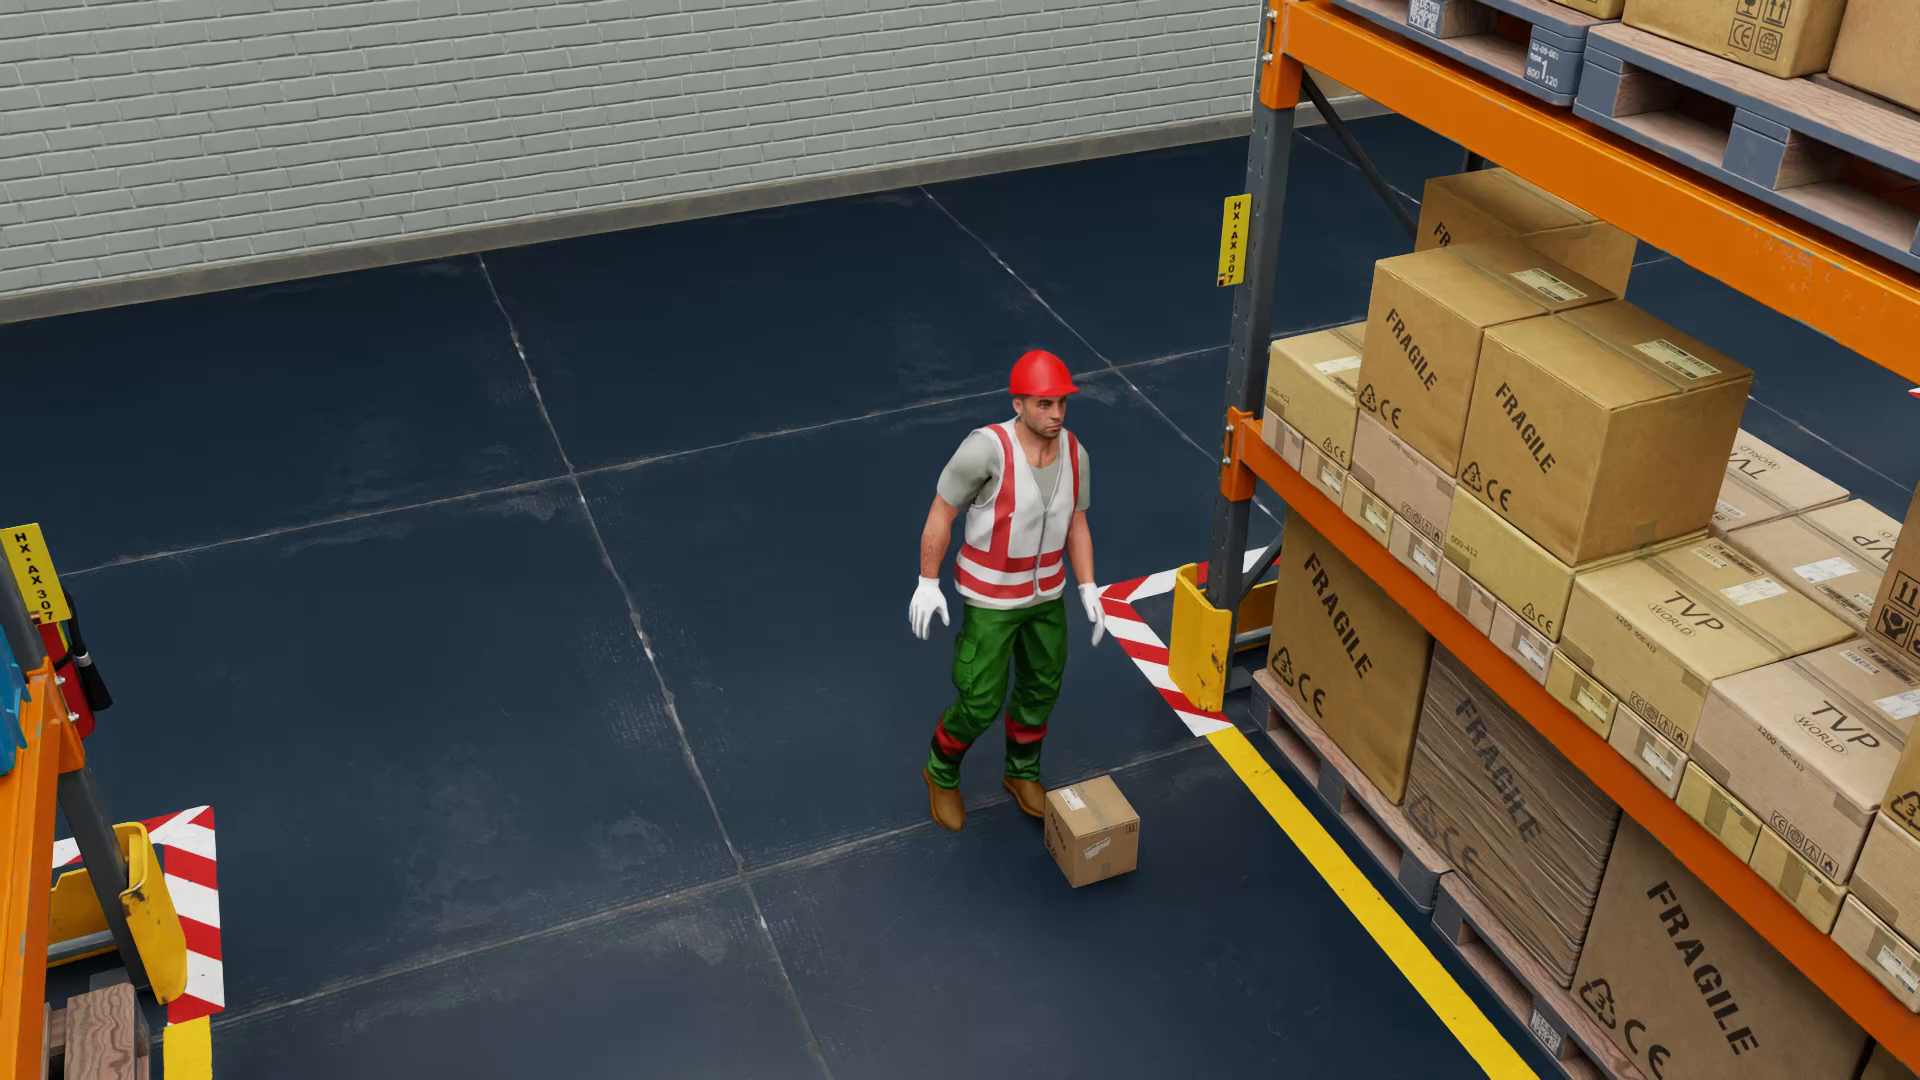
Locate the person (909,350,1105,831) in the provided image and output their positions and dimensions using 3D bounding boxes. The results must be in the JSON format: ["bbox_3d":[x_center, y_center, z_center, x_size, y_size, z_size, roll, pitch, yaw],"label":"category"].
[{"bbox_3d":[0.203,0.237,5.783,0.707,1.815,0.492,-23,40,-31],"label":"person"}]
